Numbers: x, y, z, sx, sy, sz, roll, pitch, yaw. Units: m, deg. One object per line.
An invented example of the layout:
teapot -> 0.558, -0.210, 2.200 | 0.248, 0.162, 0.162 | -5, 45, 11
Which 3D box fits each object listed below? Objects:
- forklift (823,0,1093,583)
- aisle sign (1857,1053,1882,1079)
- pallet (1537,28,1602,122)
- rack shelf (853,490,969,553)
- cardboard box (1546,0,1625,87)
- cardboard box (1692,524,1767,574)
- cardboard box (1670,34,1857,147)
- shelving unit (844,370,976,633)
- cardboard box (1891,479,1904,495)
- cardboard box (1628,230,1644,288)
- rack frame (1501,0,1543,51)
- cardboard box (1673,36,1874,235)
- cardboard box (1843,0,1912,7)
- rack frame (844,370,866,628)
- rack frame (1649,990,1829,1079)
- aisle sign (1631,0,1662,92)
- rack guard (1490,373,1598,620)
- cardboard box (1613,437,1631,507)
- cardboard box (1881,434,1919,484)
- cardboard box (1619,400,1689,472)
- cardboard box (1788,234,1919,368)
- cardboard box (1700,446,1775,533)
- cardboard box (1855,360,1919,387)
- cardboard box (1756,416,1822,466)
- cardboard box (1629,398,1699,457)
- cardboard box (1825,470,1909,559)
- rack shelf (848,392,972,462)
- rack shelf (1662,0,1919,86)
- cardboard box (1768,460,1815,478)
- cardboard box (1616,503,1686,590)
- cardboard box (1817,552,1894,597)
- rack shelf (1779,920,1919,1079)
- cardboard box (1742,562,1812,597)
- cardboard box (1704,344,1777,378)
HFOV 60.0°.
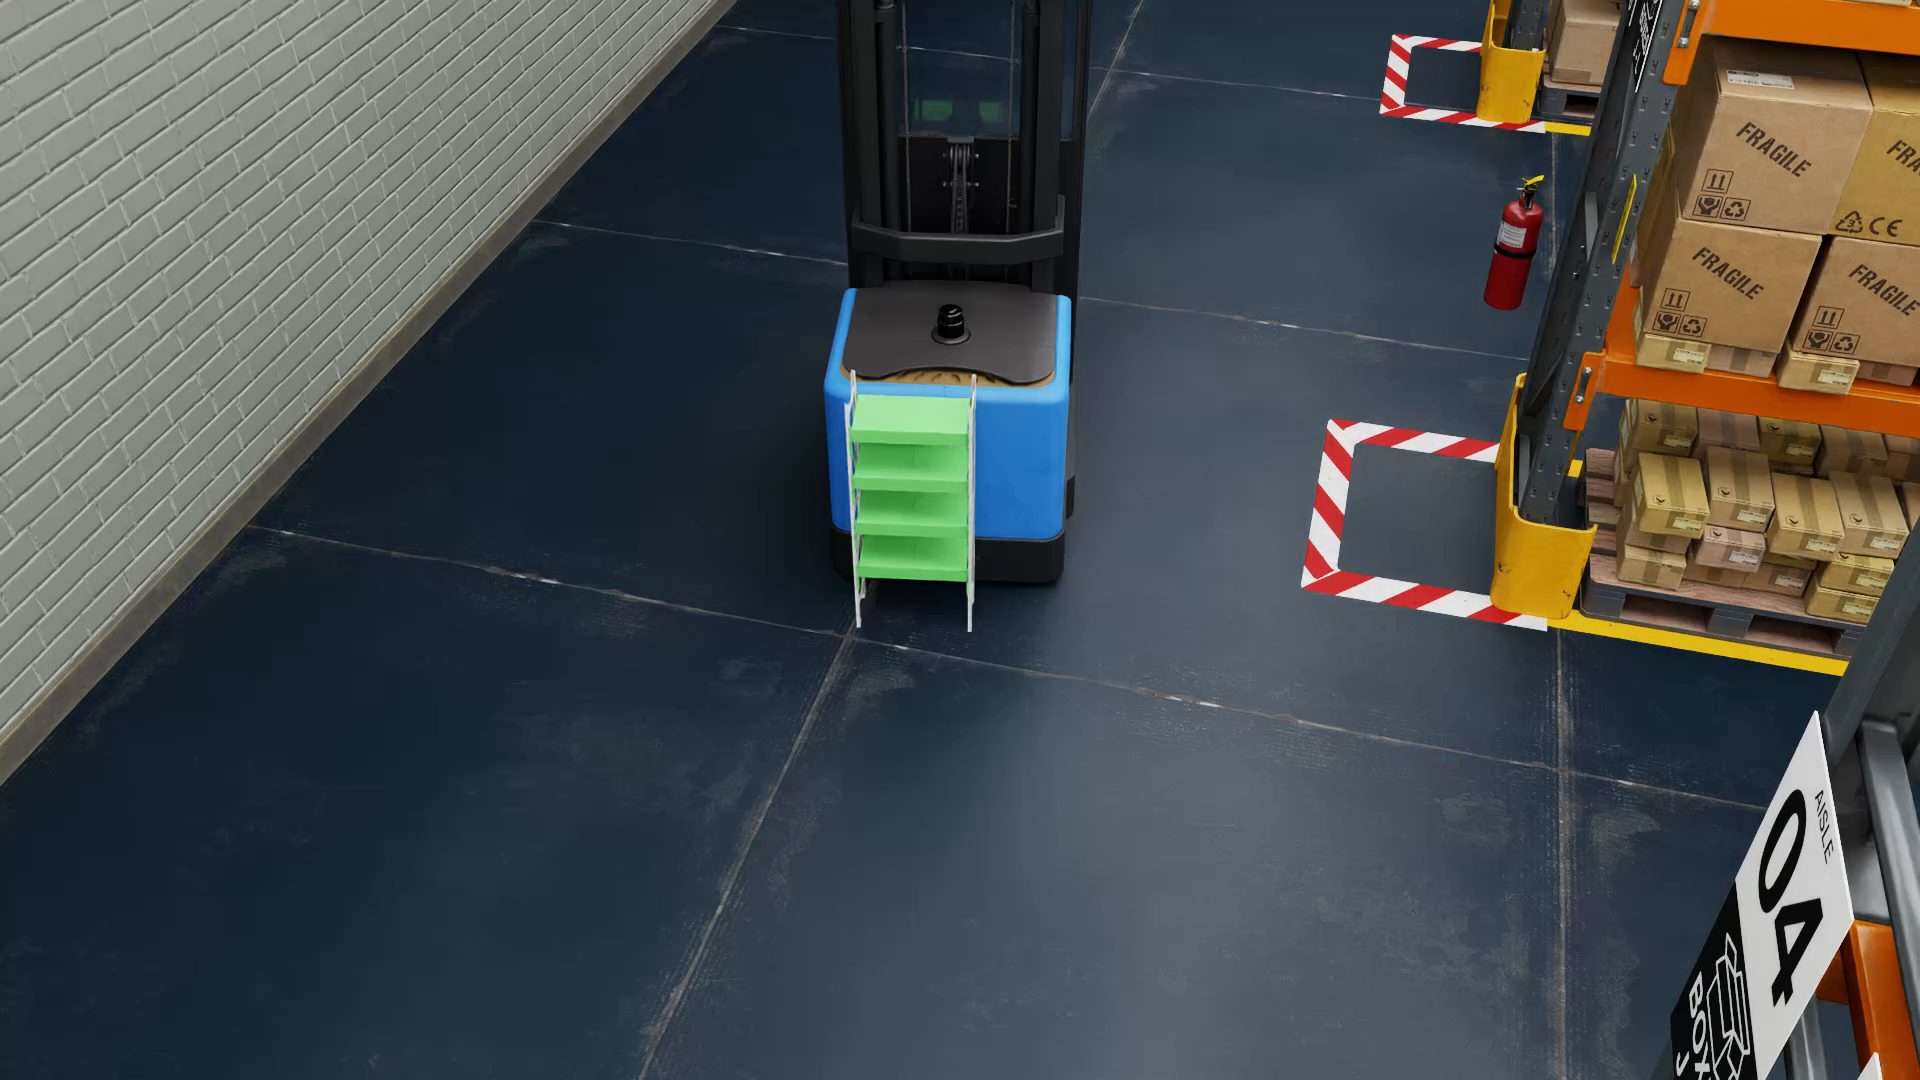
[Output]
forklift -> 0.033, -1.866, 7.692 | 1.130, 2.935, 3.031 | 2, 40, 3
aisle sign -> 1.071, 1.052, 2.144 | 0.004, 0.787, 0.394 | 10, 41, 11
pallet -> 4.572, -3.132, 11.315 | 1.213, 0.211, 1.003 | 10, 41, 11
rack shelf -> -0.195, -0.091, 7.024 | 0.480, 0.148, 0.258 | 2, 40, 3
cardboard box -> 4.443, -3.416, 11.151 | 0.875, 0.438, 0.875 | 8, 41, 10
cardboard box -> 3.287, -0.048, 7.133 | 0.250, 0.149, 0.380 | 10, 41, 11
cardboard box -> 3.104, -1.805, 6.481 | 0.500, 0.500, 0.500 | 9, 41, 11
shelving unit -> -0.195, -0.140, 6.983 | 0.503, 1.200, 0.258 | 2, 40, 3
cardboard box -> 4.187, -0.301, 7.435 | 0.250, 0.149, 0.380 | 10, 41, 12
cardboard box -> 2.986, -1.217, 7.062 | 0.250, 0.149, 0.380 | 10, 41, 11
rack frame -> 3.780, -4.284, 10.518 | 0.127, 3.000, 1.000 | 10, 41, 11
cardboard box -> 2.963, -1.487, 6.102 | 0.500, 0.500, 0.500 | 10, 41, 11
cardboard box -> 2.965, -2.049, 5.642 | 0.500, 0.250, 0.500 | 11, 41, 13
rack frame -> -0.438, -0.150, 6.995 | 0.015, 1.200, 0.240 | 2, 40, 3
rack frame -> 1.218, 1.873, 3.188 | 0.127, 3.000, 1.000 | 10, 41, 11
aisle sign -> 2.450, -2.013, 5.793 | 0.004, 0.787, 0.394 | 10, 41, 11
rack guard -> 2.671, -0.222, 7.625 | 0.348, 0.500, 1.175 | 10, 41, 11
cardboard box -> 3.160, -0.303, 7.668 | 0.250, 0.149, 0.380 | 10, 41, 12
cardboard box -> 4.193, -0.424, 7.350 | 0.250, 0.149, 0.380 | 11, 41, 13
cardboard box -> 3.181, -0.464, 7.629 | 0.250, 0.149, 0.380 | 9, 41, 10
cardboard box -> 3.483, -1.024, 6.328 | 0.500, 0.500, 0.500 | 10, 41, 12
cardboard box -> 3.313, -0.219, 7.106 | 0.250, 0.149, 0.380 | 10, 41, 12
cardboard box -> 3.614, -0.785, 6.548 | 0.250, 0.149, 0.380 | 12, 41, 13
cardboard box -> 3.685, -0.516, 7.460 | 0.250, 0.149, 0.380 | 9, 41, 10
cardboard box -> 3.175, -0.558, 7.510 | 0.250, 0.149, 0.380 | 10, 41, 12
cardboard box -> 3.785, -0.108, 6.974 | 0.250, 0.149, 0.380 | 8, 41, 9
rack shelf -> -0.195, -0.457, 6.713 | 0.480, 0.148, 0.258 | 2, 40, 3
rack shelf -> 4.530, -1.732, 5.707 | 4.000, 0.370, 1.077 | 10, 41, 11
cardboard box -> 3.684, -0.379, 7.528 | 0.250, 0.149, 0.380 | 8, 41, 10
cardboard box -> 3.021, 0.025, 7.278 | 0.250, 0.149, 0.380 | 11, 41, 12
cardboard box -> 3.766, 0.048, 7.019 | 0.250, 0.149, 0.380 | 11, 41, 13
rack shelf -> 3.150, 1.332, 2.058 | 4.000, 0.370, 1.077 | 10, 41, 11
cardboard box -> 3.537, 0.055, 7.243 | 0.250, 0.149, 0.380 | 10, 41, 12
cardboard box -> 3.082, -0.821, 6.591 | 0.250, 0.149, 0.380 | 11, 41, 13
